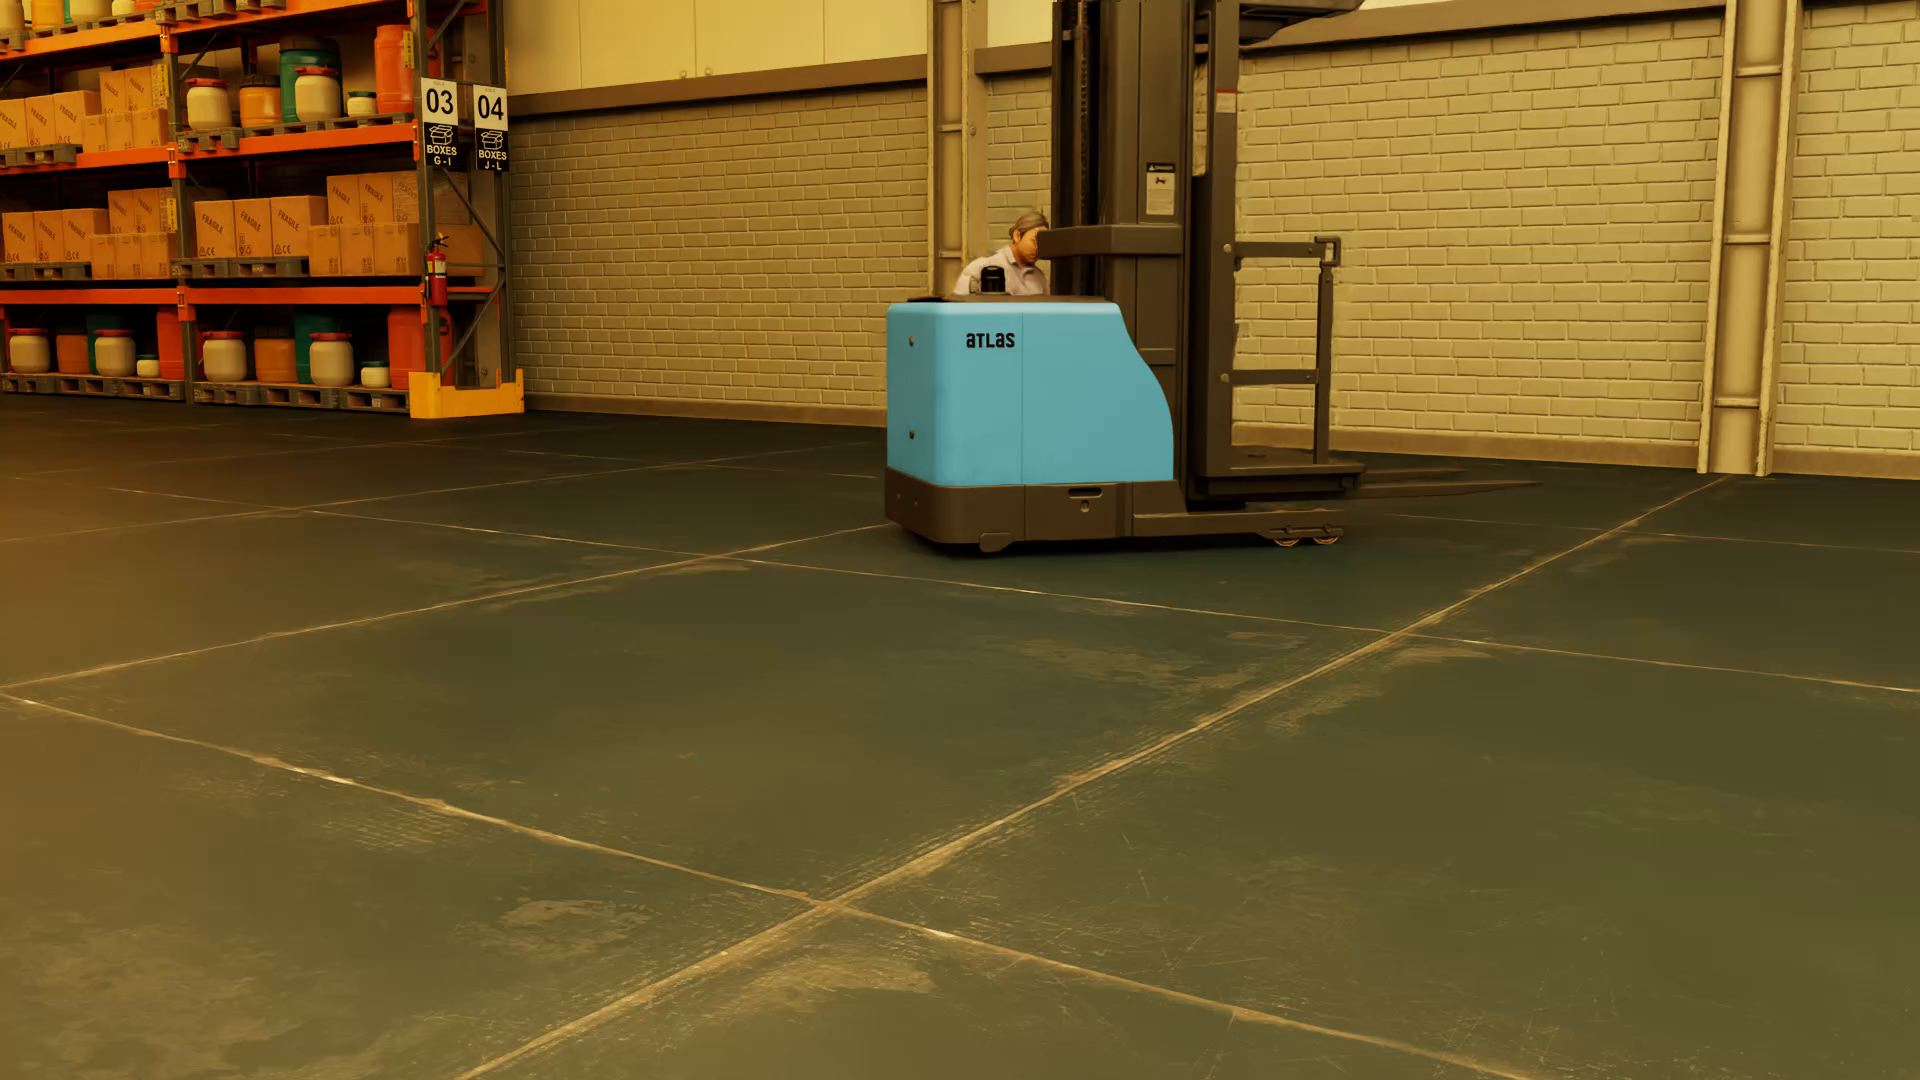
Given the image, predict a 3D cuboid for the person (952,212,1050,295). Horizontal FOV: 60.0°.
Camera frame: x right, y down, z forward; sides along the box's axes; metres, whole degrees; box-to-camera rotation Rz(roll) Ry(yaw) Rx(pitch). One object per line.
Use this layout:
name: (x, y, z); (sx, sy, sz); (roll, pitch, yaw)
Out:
person: (0.278, -0.832, 8.211); (0.964, 1.552, 0.569); (-4, 9, -27)

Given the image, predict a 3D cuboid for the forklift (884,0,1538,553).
forklift: (1.219, -1.490, 7.671); (3.031, 2.935, 1.130); (-2, 8, -16)
